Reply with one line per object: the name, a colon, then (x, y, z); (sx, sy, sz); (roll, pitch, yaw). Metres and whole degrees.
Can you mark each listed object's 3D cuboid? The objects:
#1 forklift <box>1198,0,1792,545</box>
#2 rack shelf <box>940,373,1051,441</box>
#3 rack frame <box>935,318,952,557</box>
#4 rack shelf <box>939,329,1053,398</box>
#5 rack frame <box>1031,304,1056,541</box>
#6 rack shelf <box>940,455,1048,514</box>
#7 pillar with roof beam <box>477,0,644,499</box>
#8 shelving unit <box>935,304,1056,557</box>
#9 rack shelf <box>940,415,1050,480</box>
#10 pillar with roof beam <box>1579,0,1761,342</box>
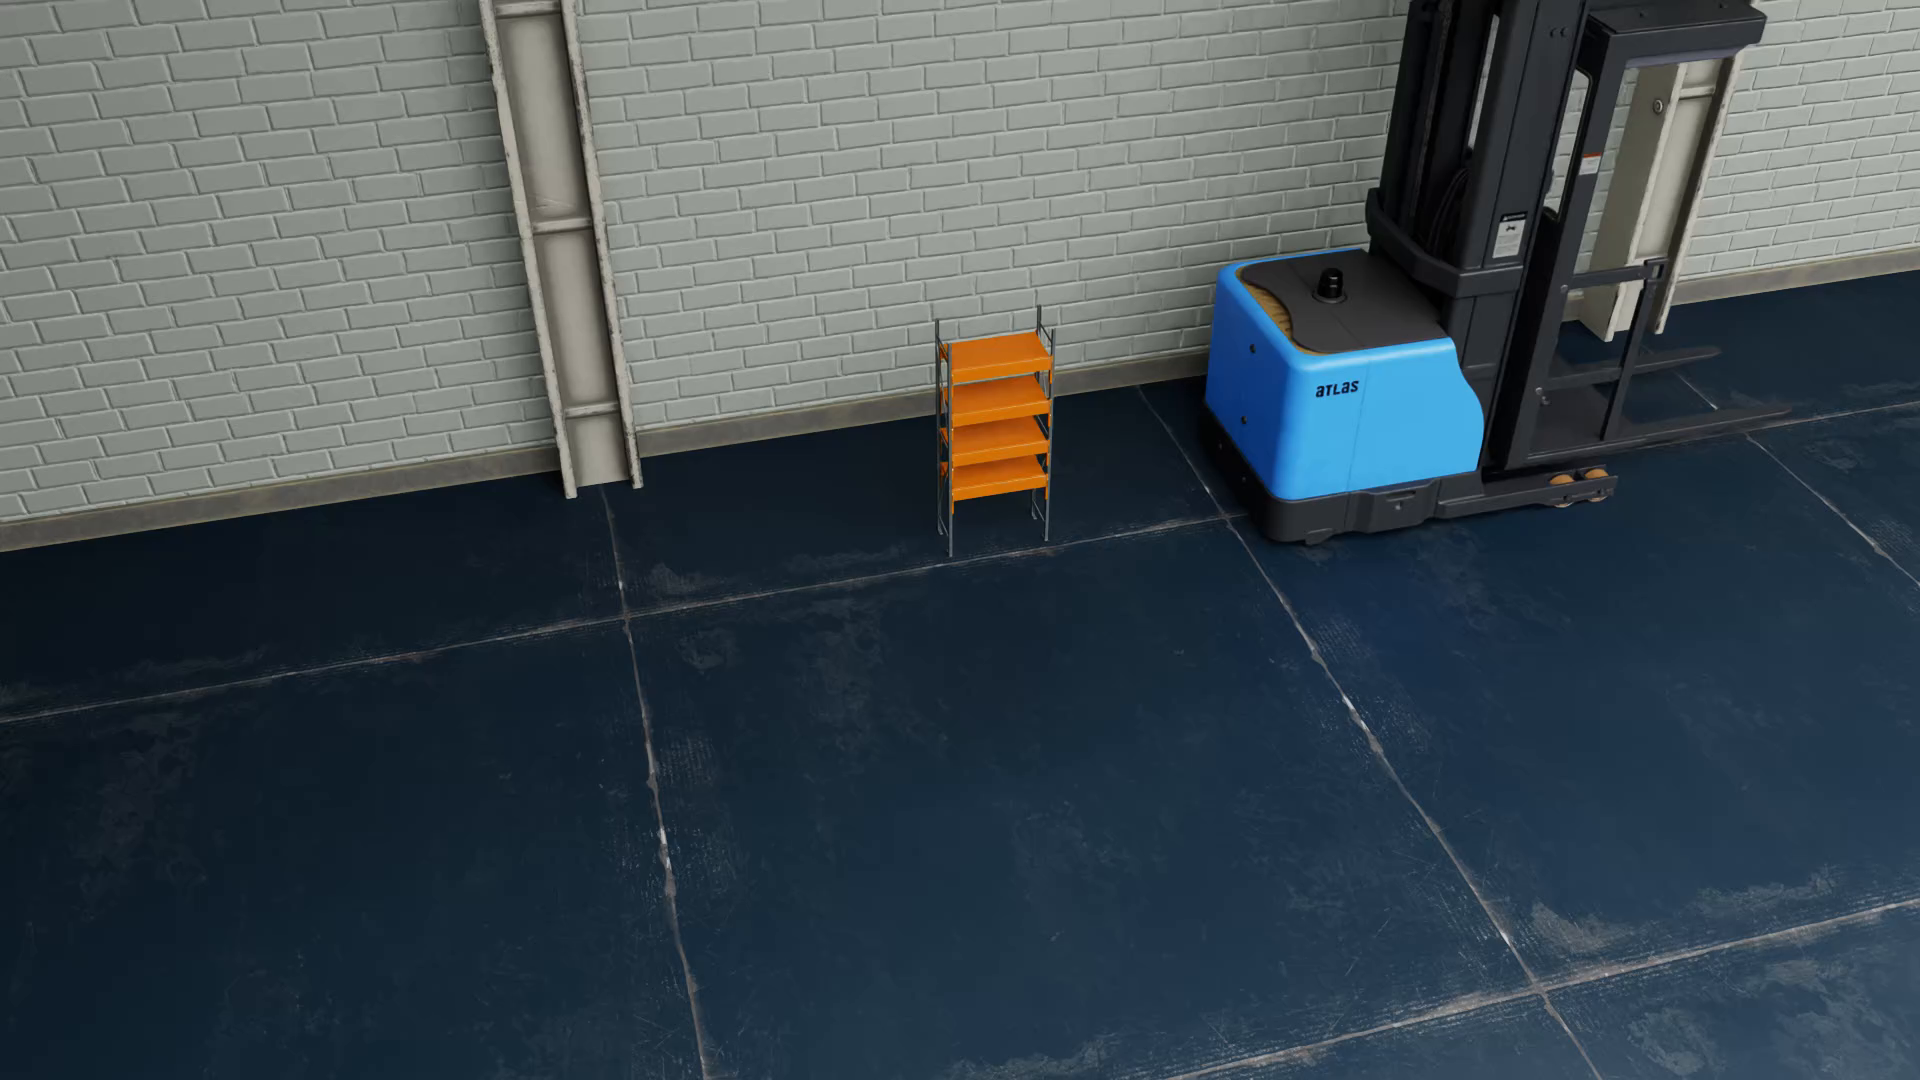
forklift: (2.838, -1.629, 7.947); (3.031, 2.935, 1.130); (-9, 38, -12)
rack shelf: (0.160, -0.627, 7.804); (0.480, 0.148, 0.258); (-9, 38, -12)
rack frame: (-0.076, -0.464, 7.849); (0.015, 1.200, 0.240); (-9, 38, -12)
rack shelf: (0.160, -0.815, 7.660); (0.480, 0.148, 0.258); (-9, 38, -12)
rack frame: (0.395, -0.541, 7.950); (0.015, 1.200, 0.240); (-9, 38, -12)
rack shelf: (0.160, -0.292, 8.061); (0.480, 0.148, 0.258); (-9, 38, -12)
pillar with roof beam: (-0.743, -1.381, 2.629); (0.400, 9.000, 9.100); (-9, 38, -12)
shelving unit: (0.160, -0.503, 7.899); (0.503, 1.200, 0.258); (-9, 38, -12)
rack shelf: (0.160, -0.449, 7.940); (0.480, 0.148, 0.258); (-9, 38, -12)
pillar with roof beam: (5.050, -2.332, 3.871); (0.400, 9.000, 9.100); (-9, 38, -12)
